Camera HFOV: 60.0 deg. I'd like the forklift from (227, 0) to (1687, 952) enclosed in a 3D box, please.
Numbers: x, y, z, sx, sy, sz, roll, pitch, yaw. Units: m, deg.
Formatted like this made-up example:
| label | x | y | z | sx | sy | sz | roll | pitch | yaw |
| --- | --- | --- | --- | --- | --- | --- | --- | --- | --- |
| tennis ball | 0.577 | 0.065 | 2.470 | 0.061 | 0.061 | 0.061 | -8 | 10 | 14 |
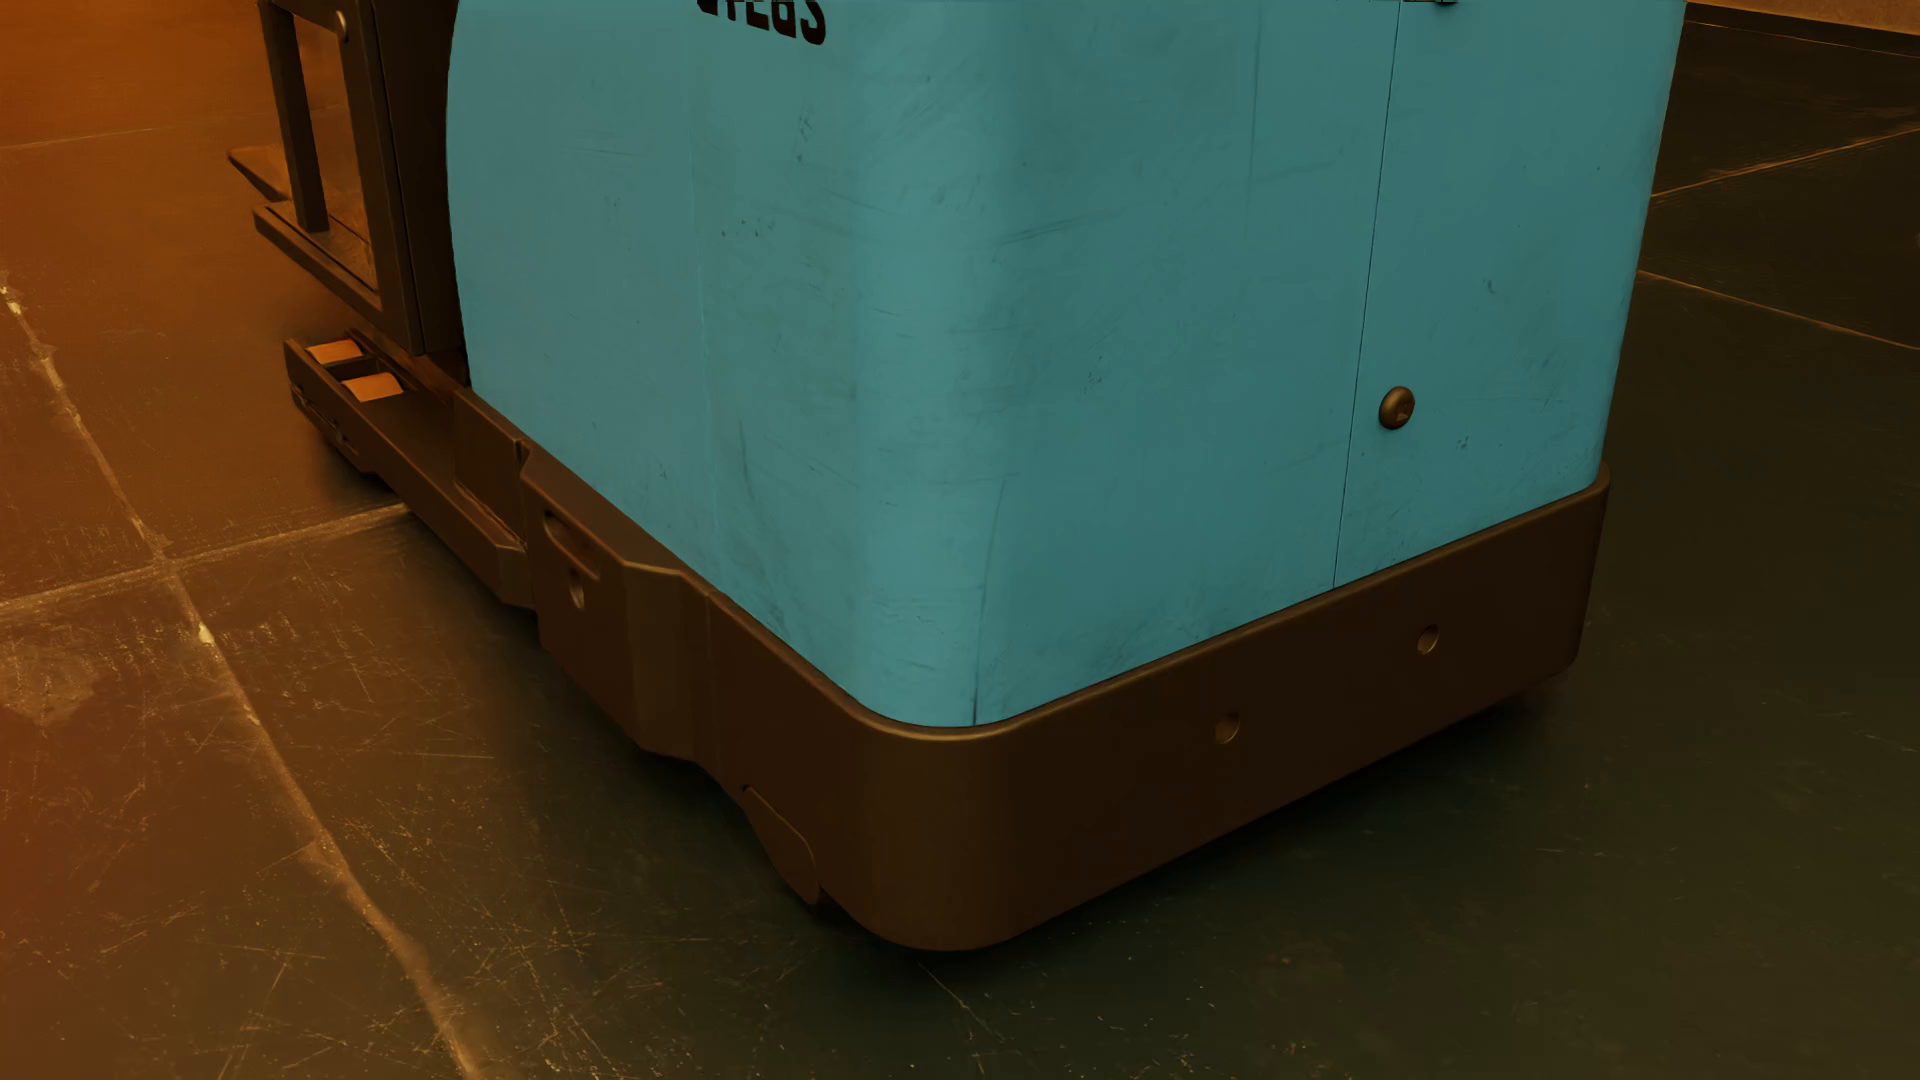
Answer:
| label | x | y | z | sx | sy | sz | roll | pitch | yaw |
| --- | --- | --- | --- | --- | --- | --- | --- | --- | --- |
| forklift | -0.494 | -1.527 | 2.275 | 1.130 | 2.935 | 3.031 | -18 | 32 | -31 |
